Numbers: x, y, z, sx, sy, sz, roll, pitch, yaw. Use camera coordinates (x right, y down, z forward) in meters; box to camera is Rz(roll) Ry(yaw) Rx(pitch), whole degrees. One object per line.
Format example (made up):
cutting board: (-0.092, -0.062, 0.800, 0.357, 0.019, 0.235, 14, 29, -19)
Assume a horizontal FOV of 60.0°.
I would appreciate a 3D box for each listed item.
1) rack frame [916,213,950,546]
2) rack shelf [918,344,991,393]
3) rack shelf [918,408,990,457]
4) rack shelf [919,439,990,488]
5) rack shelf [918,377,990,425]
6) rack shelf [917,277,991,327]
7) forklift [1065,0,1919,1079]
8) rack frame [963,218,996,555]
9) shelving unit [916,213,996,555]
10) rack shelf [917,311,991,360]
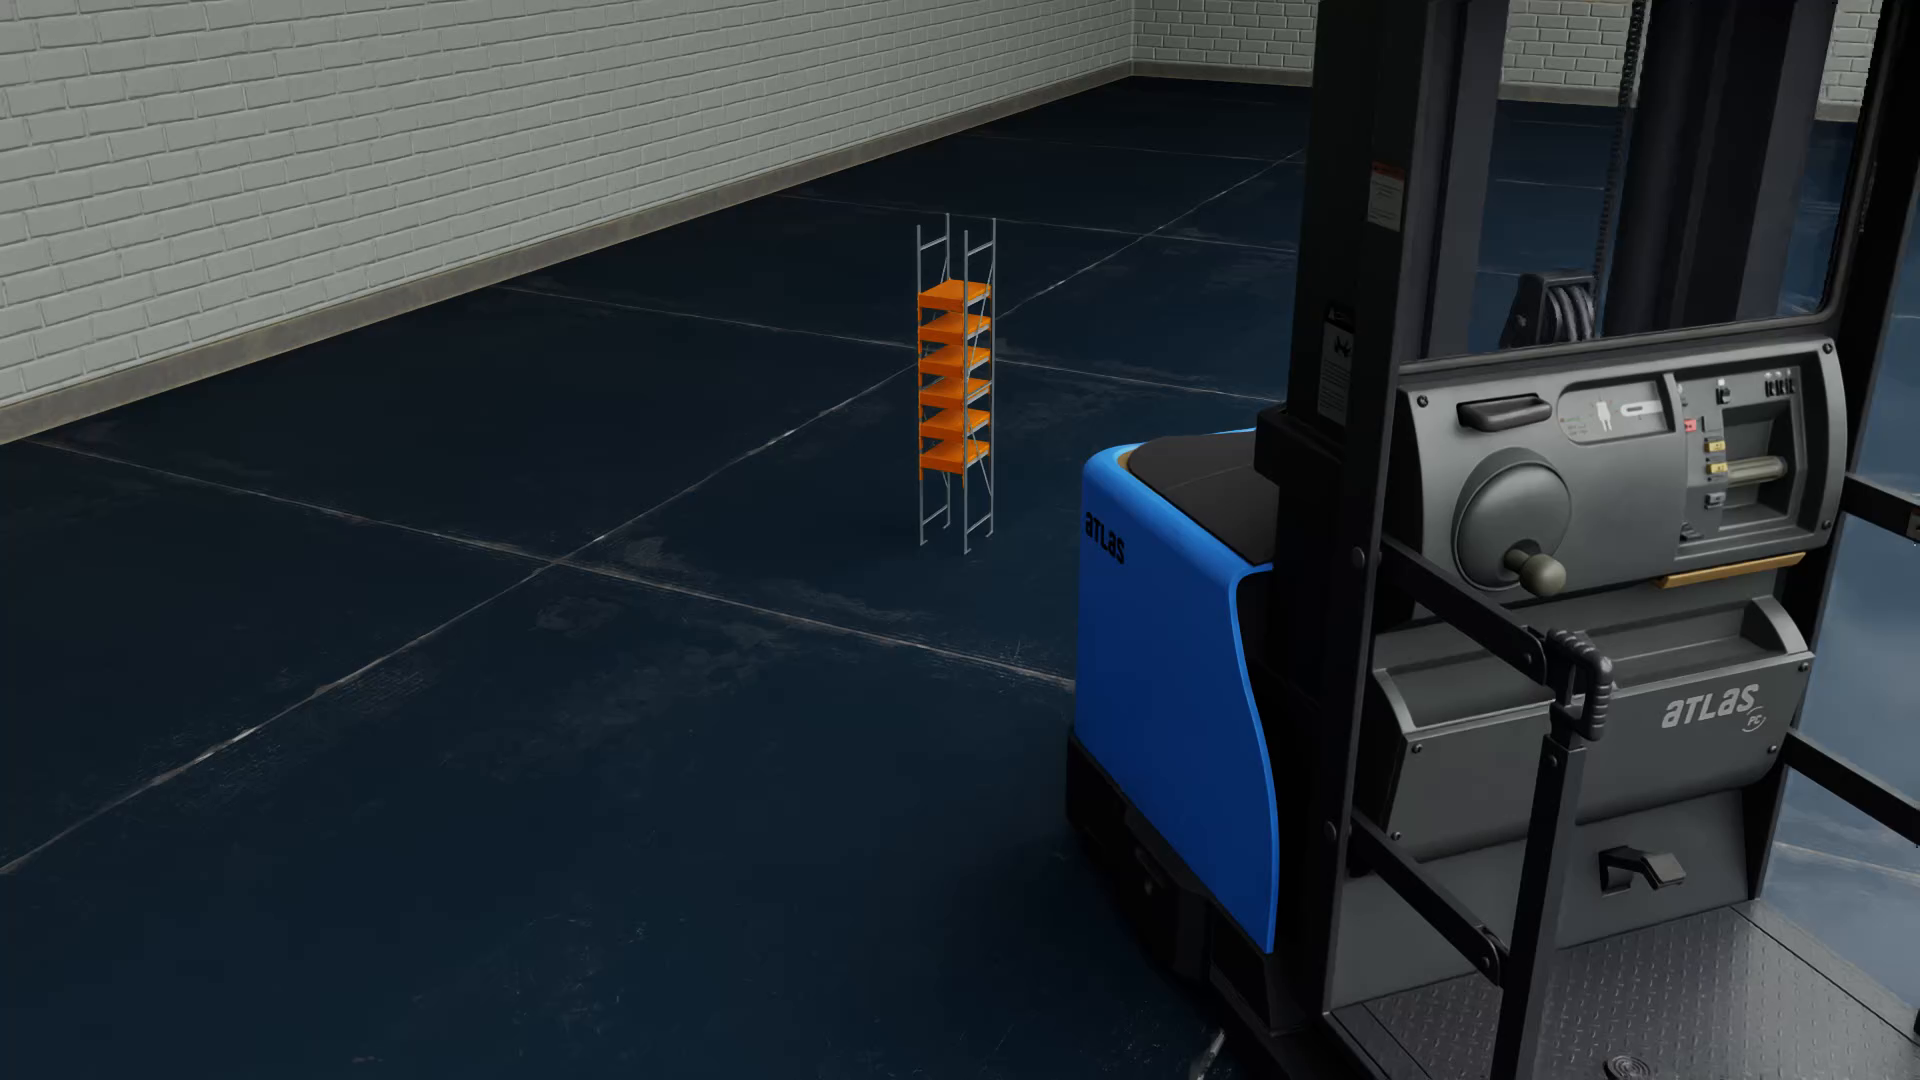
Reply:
rack frame: (-0.095, -0.571, 6.059, 0.006, 1.200, 0.240, 11, 25, 25)
rack shelf: (-0.013, -0.624, 5.992, 0.180, 0.103, 0.258, 11, 25, 25)
rack shelf: (-0.013, -0.403, 6.086, 0.180, 0.103, 0.258, 11, 25, 25)
rack shelf: (-0.013, -0.293, 6.133, 0.180, 0.103, 0.258, 11, 25, 25)
rack shelf: (-0.013, -0.514, 6.039, 0.180, 0.103, 0.258, 11, 25, 25)
rack shelf: (-0.013, -0.845, 5.898, 0.180, 0.103, 0.258, 11, 25, 25)
forklift: (1.270, -0.109, 2.761, 1.130, 2.935, 3.031, -8, 24, -19)
rack frame: (0.069, -0.539, 5.983, 0.006, 1.200, 0.240, 11, 25, 25)
shelving unit: (-0.013, -0.555, 6.021, 0.189, 1.200, 0.258, 11, 25, 25)
rack shelf: (-0.013, -0.735, 5.945, 0.180, 0.103, 0.258, 11, 25, 25)
